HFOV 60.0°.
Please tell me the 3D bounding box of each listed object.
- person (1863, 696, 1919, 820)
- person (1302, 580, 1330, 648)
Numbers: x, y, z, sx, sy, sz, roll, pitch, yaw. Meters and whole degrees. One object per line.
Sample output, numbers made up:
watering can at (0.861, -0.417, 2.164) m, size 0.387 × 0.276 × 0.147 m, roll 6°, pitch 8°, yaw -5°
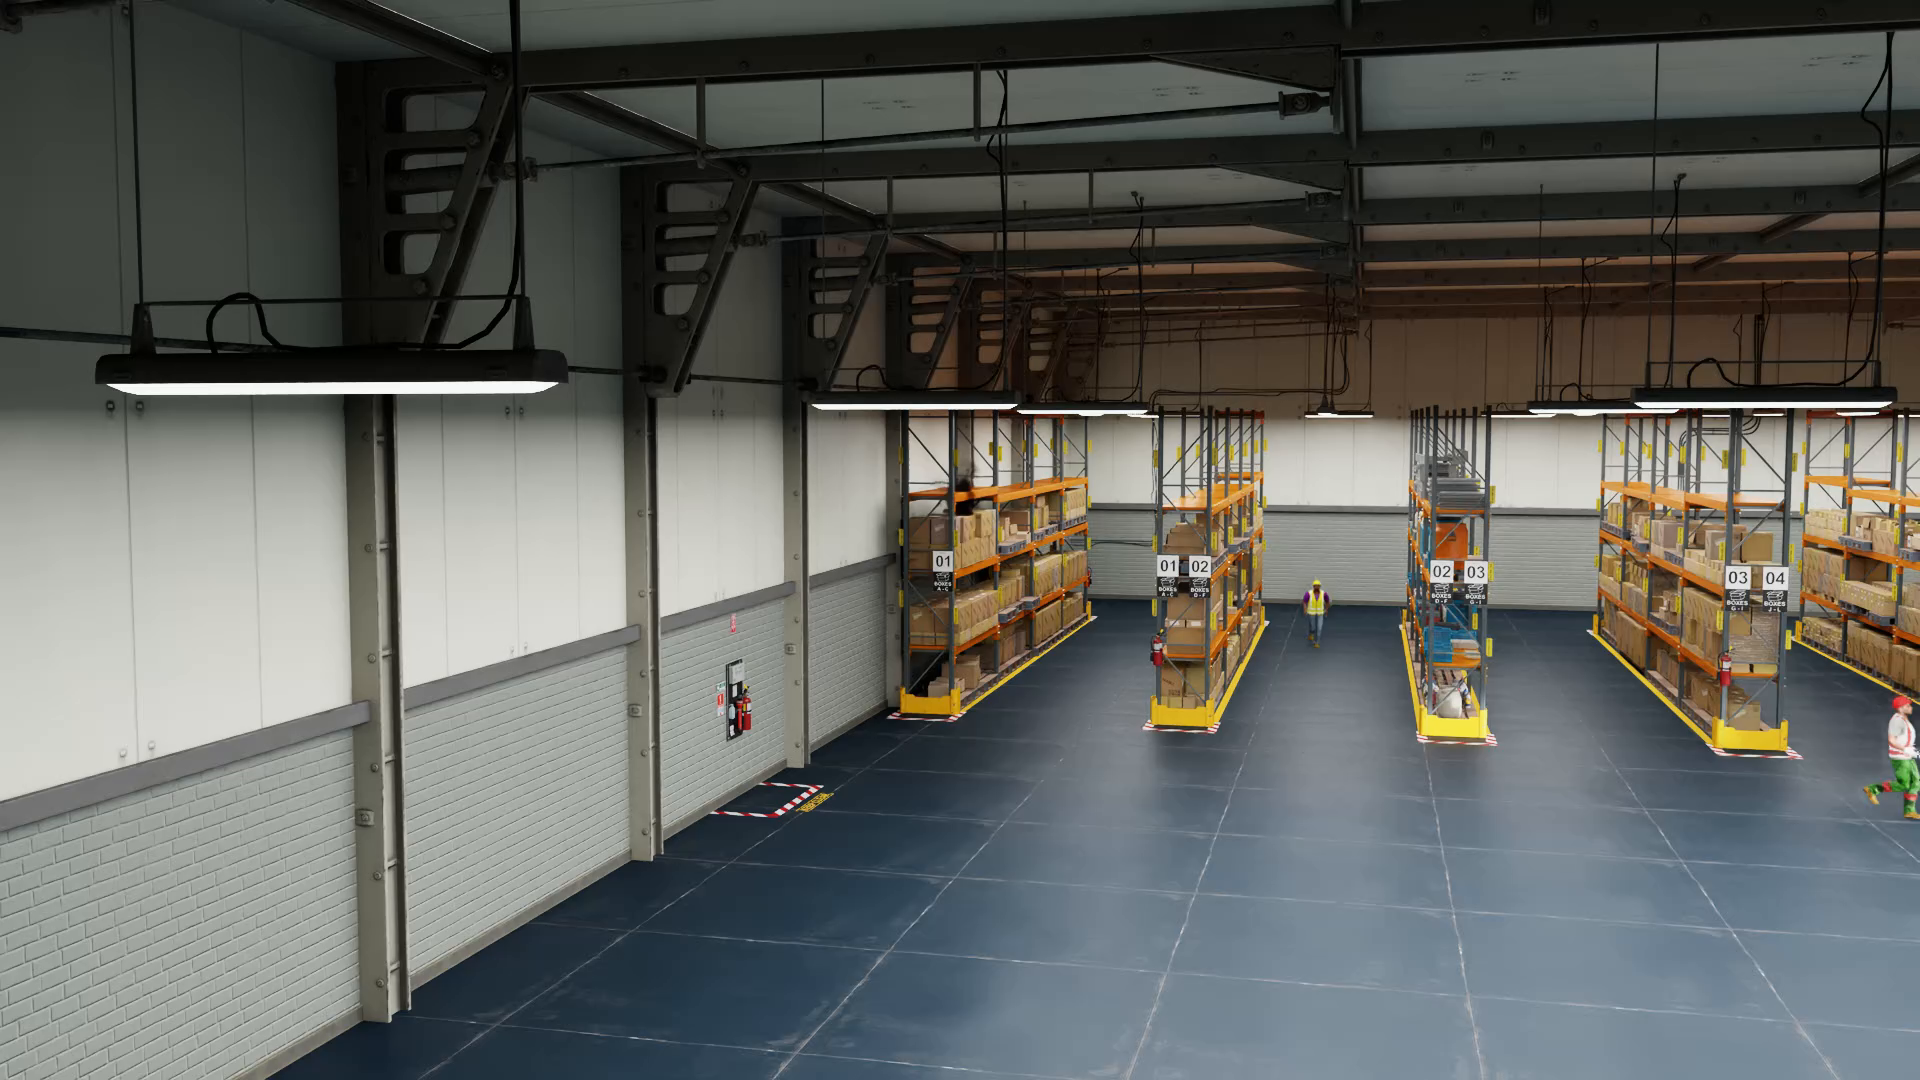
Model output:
person at (13.540, 3.131, 24.009) m, size 0.823 × 1.762 × 0.639 m, roll 3°, pitch 5°, yaw 39°
person at (9.002, 1.856, 42.039) m, size 0.689 × 1.716 × 0.653 m, roll 0°, pitch 4°, yaw 6°
